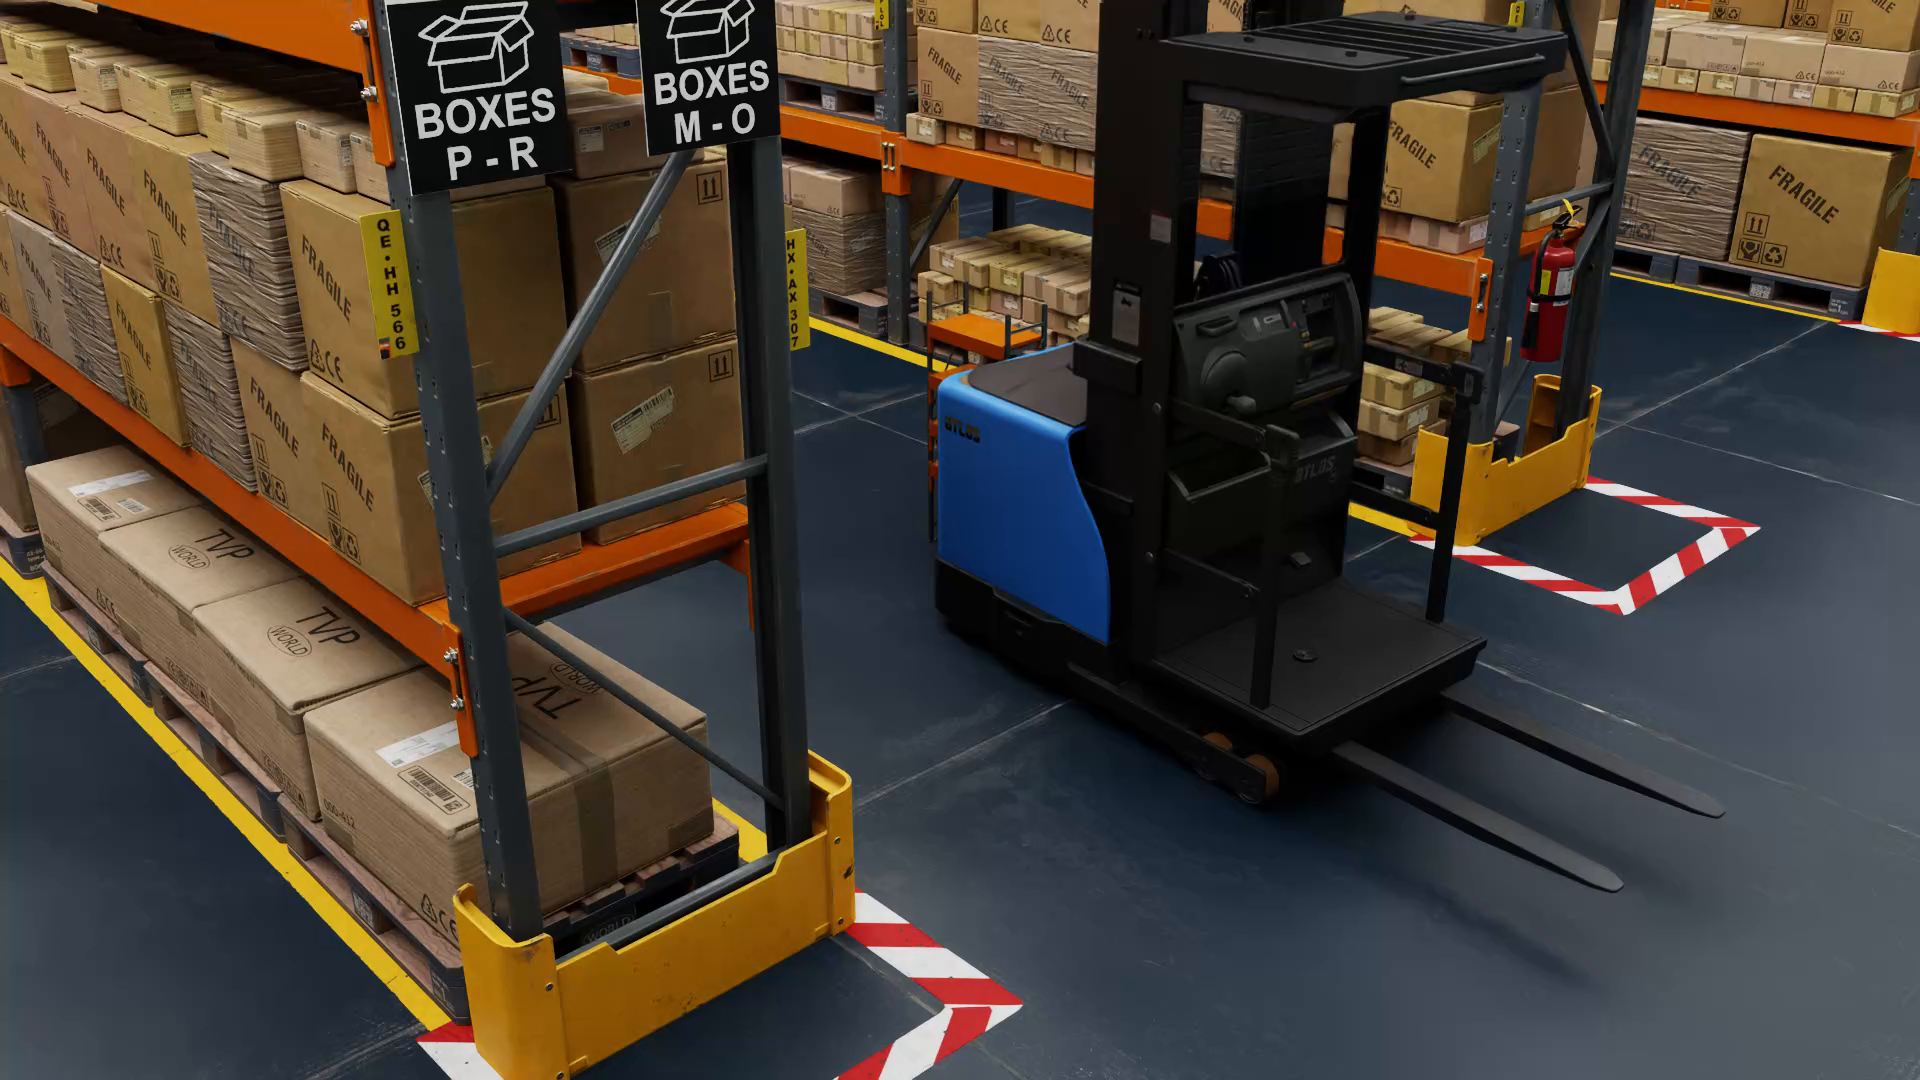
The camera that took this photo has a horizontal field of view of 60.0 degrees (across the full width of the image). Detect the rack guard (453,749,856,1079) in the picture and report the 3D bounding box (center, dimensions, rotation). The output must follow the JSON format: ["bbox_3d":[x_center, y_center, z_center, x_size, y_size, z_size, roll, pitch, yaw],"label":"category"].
[{"bbox_3d":[-0.841,1.064,4.816,1.175,0.500,0.348,-21,32,-38],"label":"rack guard"}]

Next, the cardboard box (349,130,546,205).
[{"bbox_3d":[-1.249,-0.928,4.064,0.380,0.149,0.250,-21,32,-38],"label":"cardboard box"}]

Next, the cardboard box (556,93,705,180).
[{"bbox_3d":[-0.898,-1.062,4.358,0.380,0.149,0.250,-20,32,-37],"label":"cardboard box"}]

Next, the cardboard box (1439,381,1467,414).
[{"bbox_3d":[2.516,-0.777,8.409,0.380,0.149,0.250,-20,31,-36],"label":"cardboard box"}]

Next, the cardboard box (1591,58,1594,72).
[{"bbox_3d":[4.488,-3.413,11.921,0.380,0.149,0.250,-21,32,-38],"label":"cardboard box"}]

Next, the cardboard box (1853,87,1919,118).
[{"bbox_3d":[5.893,-2.792,10.560,0.380,0.149,0.250,-20,32,-38],"label":"cardboard box"}]

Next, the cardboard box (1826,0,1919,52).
[{"bbox_3d":[5.852,-3.374,10.450,0.500,0.500,0.500,-21,32,-38],"label":"cardboard box"}]

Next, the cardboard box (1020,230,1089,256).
[{"bbox_3d":[0.590,-1.792,10.277,0.380,0.149,0.250,-21,32,-38],"label":"cardboard box"}]

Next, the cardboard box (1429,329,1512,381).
[{"bbox_3d":[2.577,-0.936,8.399,0.250,0.149,0.380,22,32,39],"label":"cardboard box"}]

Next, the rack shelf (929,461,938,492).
[{"bbox_3d":[0.113,-0.254,7.501,0.258,0.148,0.480,-21,32,-38],"label":"rack shelf"}]

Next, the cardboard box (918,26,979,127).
[{"bbox_3d":[0.107,-2.687,9.547,0.500,0.500,0.500,-22,32,-39],"label":"cardboard box"}]

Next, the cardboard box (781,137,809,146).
[{"bbox_3d":[-1.070,-2.738,11.740,0.500,0.250,0.500,-20,31,-37],"label":"cardboard box"}]

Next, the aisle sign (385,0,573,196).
[{"bbox_3d":[-1.034,-1.154,3.533,0.394,0.787,0.004,-21,32,-38],"label":"aisle sign"}]

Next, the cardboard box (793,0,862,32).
[{"bbox_3d":[-0.823,-3.301,10.452,0.380,0.149,0.250,-23,33,-40],"label":"cardboard box"}]

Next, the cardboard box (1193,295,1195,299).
[{"bbox_3d":[1.087,-1.248,9.085,0.380,0.149,0.250,-21,32,-38],"label":"cardboard box"}]

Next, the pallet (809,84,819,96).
[{"bbox_3d":[-1.398,-3.264,11.522,1.003,0.211,1.213,-21,32,-38],"label":"pallet"}]

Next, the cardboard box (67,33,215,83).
[{"bbox_3d":[-2.655,-1.546,5.419,0.380,0.149,0.250,-21,32,-39],"label":"cardboard box"}]

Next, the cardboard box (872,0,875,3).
[{"bbox_3d":[-0.349,-3.486,10.857,0.380,0.149,0.250,-21,32,-38],"label":"cardboard box"}]

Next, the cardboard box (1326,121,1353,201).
[{"bbox_3d":[1.844,-1.917,7.860,0.500,0.500,0.500,-22,32,-39],"label":"cardboard box"}]

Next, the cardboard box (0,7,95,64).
[{"bbox_3d":[-3.378,-1.846,6.076,0.380,0.149,0.250,-21,32,-38],"label":"cardboard box"}]

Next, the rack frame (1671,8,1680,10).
[{"bbox_3d":[7.258,-5.509,16.212,1.000,3.000,0.127,-21,32,-38],"label":"rack frame"}]

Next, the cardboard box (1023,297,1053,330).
[{"bbox_3d":[0.581,-1.359,9.685,0.250,0.149,0.380,22,32,39],"label":"cardboard box"}]

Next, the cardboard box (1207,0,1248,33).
[{"bbox_3d":[1.484,-2.528,7.994,0.500,0.500,0.500,-19,31,-36],"label":"cardboard box"}]

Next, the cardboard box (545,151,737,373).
[{"bbox_3d":[-0.978,-0.807,4.581,0.500,0.500,0.500,-22,33,-40],"label":"cardboard box"}]

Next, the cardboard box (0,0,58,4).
[{"bbox_3d":[-4.391,-2.307,7.868,0.500,0.500,0.500,-22,33,-40],"label":"cardboard box"}]

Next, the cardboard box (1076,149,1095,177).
[{"bbox_3d":[0.843,-2.049,8.931,0.380,0.149,0.250,-20,31,-36],"label":"cardboard box"}]

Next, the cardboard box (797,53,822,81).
[{"bbox_3d":[-0.810,-3.023,10.559,0.380,0.149,0.250,-21,32,-39],"label":"cardboard box"}]

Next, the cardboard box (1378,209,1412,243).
[{"bbox_3d":[2.115,-1.506,7.740,0.380,0.149,0.250,-21,32,-39],"label":"cardboard box"}]

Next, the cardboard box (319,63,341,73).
[{"bbox_3d":[-1.774,-1.460,5.229,0.380,0.149,0.250,-21,32,-38],"label":"cardboard box"}]

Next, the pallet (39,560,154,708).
[{"bbox_3d":[-3.129,0.229,6.995,1.003,0.211,1.213,-21,32,-38],"label":"pallet"}]

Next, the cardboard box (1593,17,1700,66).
[{"bbox_3d":[4.798,-3.495,11.620,0.500,0.250,0.500,-21,32,-38],"label":"cardboard box"}]

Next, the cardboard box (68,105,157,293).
[{"bbox_3d":[-2.417,-1.113,5.252,0.500,0.500,0.500,-22,32,-39],"label":"cardboard box"}]

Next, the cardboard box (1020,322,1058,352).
[{"bbox_3d":[0.567,-1.216,9.731,0.380,0.149,0.250,-22,33,-39],"label":"cardboard box"}]

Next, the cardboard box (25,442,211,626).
[{"bbox_3d":[-3.241,-0.097,6.931,0.875,0.438,0.875,-22,32,-39],"label":"cardboard box"}]

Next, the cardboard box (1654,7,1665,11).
[{"bbox_3d":[4.840,-3.801,12.291,0.500,0.250,0.500,-20,32,-37],"label":"cardboard box"}]

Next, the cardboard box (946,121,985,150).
[{"bbox_3d":[0.138,-2.377,9.650,0.380,0.149,0.250,-20,31,-37],"label":"cardboard box"}]

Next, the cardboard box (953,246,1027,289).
[{"bbox_3d":[0.182,-1.629,9.919,0.380,0.149,0.250,-19,31,-36],"label":"cardboard box"}]

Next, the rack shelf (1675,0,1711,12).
[{"bbox_3d":[8.625,-4.576,15.033,1.077,0.370,4.000,-21,32,-38],"label":"rack shelf"}]

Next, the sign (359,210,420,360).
[{"bbox_3d":[-1.263,-0.566,3.696,0.100,0.325,0.005,-21,32,-38],"label":"sign"}]

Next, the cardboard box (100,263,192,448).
[{"bbox_3d":[-2.434,-0.660,5.461,0.500,0.500,0.500,-20,31,-37],"label":"cardboard box"}]

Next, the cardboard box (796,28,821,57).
[{"bbox_3d":[-0.812,-3.160,10.500,0.380,0.149,0.250,-20,31,-36],"label":"cardboard box"}]

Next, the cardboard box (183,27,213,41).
[{"bbox_3d":[-2.501,-1.759,5.885,0.380,0.149,0.250,-22,32,-39],"label":"cardboard box"}]

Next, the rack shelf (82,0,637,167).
[{"bbox_3d":[-2.224,-1.724,5.168,1.077,0.370,4.000,-21,32,-38],"label":"rack shelf"}]

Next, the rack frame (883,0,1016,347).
[{"bbox_3d":[-0.047,-2.728,10.115,1.000,3.000,0.127,-21,32,-38],"label":"rack frame"}]

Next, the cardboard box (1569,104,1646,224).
[{"bbox_3d":[4.650,-2.833,12.400,0.875,0.875,0.875,-21,32,-38],"label":"cardboard box"}]

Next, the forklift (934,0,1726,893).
[{"bbox_3d":[1.225,-0.658,5.661,1.130,2.935,3.031,-19,31,-36],"label":"forklift"}]

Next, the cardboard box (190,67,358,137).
[{"bbox_3d":[-1.947,-1.240,4.747,0.380,0.149,0.250,-22,32,-39],"label":"cardboard box"}]

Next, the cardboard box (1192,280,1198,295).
[{"bbox_3d":[1.421,-1.378,9.368,0.380,0.149,0.250,-21,32,-38],"label":"cardboard box"}]

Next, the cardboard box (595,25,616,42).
[{"bbox_3d":[-2.439,-3.742,12.135,0.380,0.149,0.250,-19,31,-36],"label":"cardboard box"}]

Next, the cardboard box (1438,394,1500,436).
[{"bbox_3d":[2.562,-0.659,8.510,0.380,0.149,0.250,-20,32,-37],"label":"cardboard box"}]

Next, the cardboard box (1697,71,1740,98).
[{"bbox_3d":[5.194,-3.101,11.237,0.380,0.149,0.250,-22,33,-40],"label":"cardboard box"}]

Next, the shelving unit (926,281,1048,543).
[{"bbox_3d":[0.113,-0.496,7.391,0.258,1.200,0.503,-21,32,-38],"label":"shelving unit"}]

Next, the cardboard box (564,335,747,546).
[{"bbox_3d":[-0.976,-0.353,4.790,0.500,0.500,0.500,-22,32,-39],"label":"cardboard box"}]

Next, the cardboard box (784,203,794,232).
[{"bbox_3d":[-1.087,-2.090,11.222,0.500,0.500,0.500,-22,33,-40],"label":"cardboard box"}]

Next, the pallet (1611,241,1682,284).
[{"bbox_3d":[4.943,-2.213,12.347,1.003,0.211,1.213,-21,32,-38],"label":"pallet"}]
